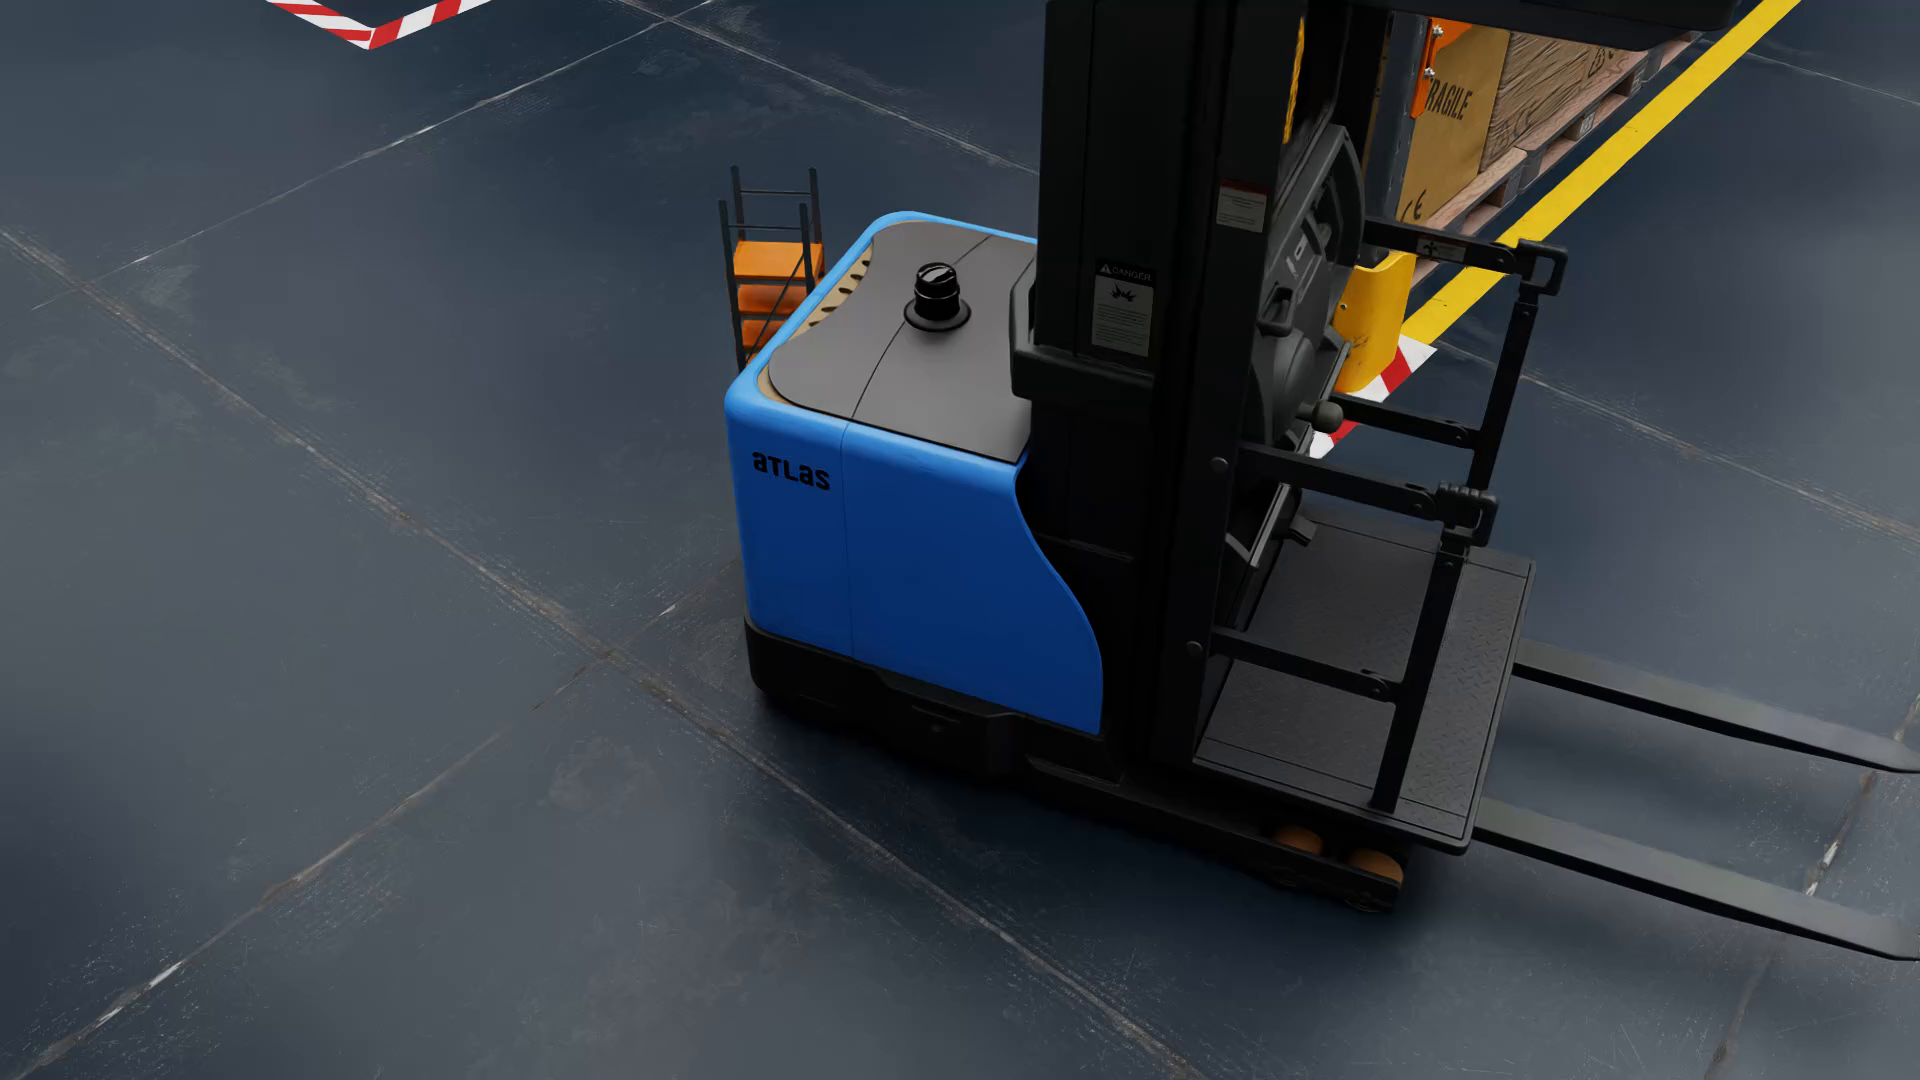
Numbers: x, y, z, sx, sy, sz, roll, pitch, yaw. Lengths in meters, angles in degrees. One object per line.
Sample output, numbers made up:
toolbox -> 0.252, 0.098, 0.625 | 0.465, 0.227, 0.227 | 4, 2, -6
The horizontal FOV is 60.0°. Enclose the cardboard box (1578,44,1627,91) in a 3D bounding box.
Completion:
cardboard box -> 2.559, -2.621, 7.170 | 0.875, 0.875, 0.875 | 29, 50, 28

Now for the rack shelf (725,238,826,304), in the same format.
rack shelf -> -0.520, -0.761, 4.724 | 0.258, 0.103, 0.180 | 3, 42, 4

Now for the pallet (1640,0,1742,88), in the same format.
pallet -> 3.075, -2.631, 7.987 | 1.003, 0.211, 1.213 | 29, 50, 28

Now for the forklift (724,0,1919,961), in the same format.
forklift -> 0.969, -0.552, 3.678 | 3.031, 2.935, 1.130 | 16, 45, 17

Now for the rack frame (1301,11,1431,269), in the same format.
rack frame -> 1.050, -1.961, 5.177 | 1.000, 3.000, 0.127 | 29, 50, 28

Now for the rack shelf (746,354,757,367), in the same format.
rack shelf -> -0.517, -0.494, 4.966 | 0.258, 0.103, 0.180 | 3, 42, 4

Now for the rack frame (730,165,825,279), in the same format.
rack frame -> -0.510, -0.589, 5.003 | 0.240, 1.200, 0.006 | 3, 42, 4

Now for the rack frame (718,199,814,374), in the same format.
rack frame -> -0.524, -0.466, 4.868 | 0.240, 1.200, 0.006 | 3, 42, 4

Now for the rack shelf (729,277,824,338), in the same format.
rack shelf -> -0.519, -0.672, 4.804 | 0.258, 0.103, 0.180 | 3, 42, 4

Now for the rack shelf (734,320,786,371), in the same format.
rack shelf -> -0.518, -0.583, 4.885 | 0.258, 0.103, 0.180 | 3, 42, 4

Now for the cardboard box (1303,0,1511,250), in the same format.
cardboard box -> 1.400, -1.694, 6.151 | 0.875, 0.875, 0.875 | 29, 50, 28

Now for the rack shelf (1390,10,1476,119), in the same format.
rack shelf -> 2.337, -2.724, 6.551 | 1.077, 0.370, 4.000 | 29, 50, 28

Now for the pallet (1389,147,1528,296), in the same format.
pallet -> 1.504, -1.375, 6.605 | 1.003, 0.211, 1.213 | 29, 50, 28

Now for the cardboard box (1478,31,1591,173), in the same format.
cardboard box -> 1.986, -2.163, 6.666 | 0.875, 0.875, 0.875 | 29, 50, 28

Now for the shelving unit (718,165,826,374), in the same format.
shelving unit -> -0.517, -0.527, 4.936 | 0.258, 1.200, 0.189 | 3, 42, 4

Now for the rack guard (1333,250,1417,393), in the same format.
rack guard -> 1.034, -1.024, 6.004 | 1.175, 0.500, 0.348 | 29, 50, 28

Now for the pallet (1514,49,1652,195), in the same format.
pallet -> 2.290, -2.000, 7.293 | 1.003, 0.211, 1.213 | 29, 50, 28
